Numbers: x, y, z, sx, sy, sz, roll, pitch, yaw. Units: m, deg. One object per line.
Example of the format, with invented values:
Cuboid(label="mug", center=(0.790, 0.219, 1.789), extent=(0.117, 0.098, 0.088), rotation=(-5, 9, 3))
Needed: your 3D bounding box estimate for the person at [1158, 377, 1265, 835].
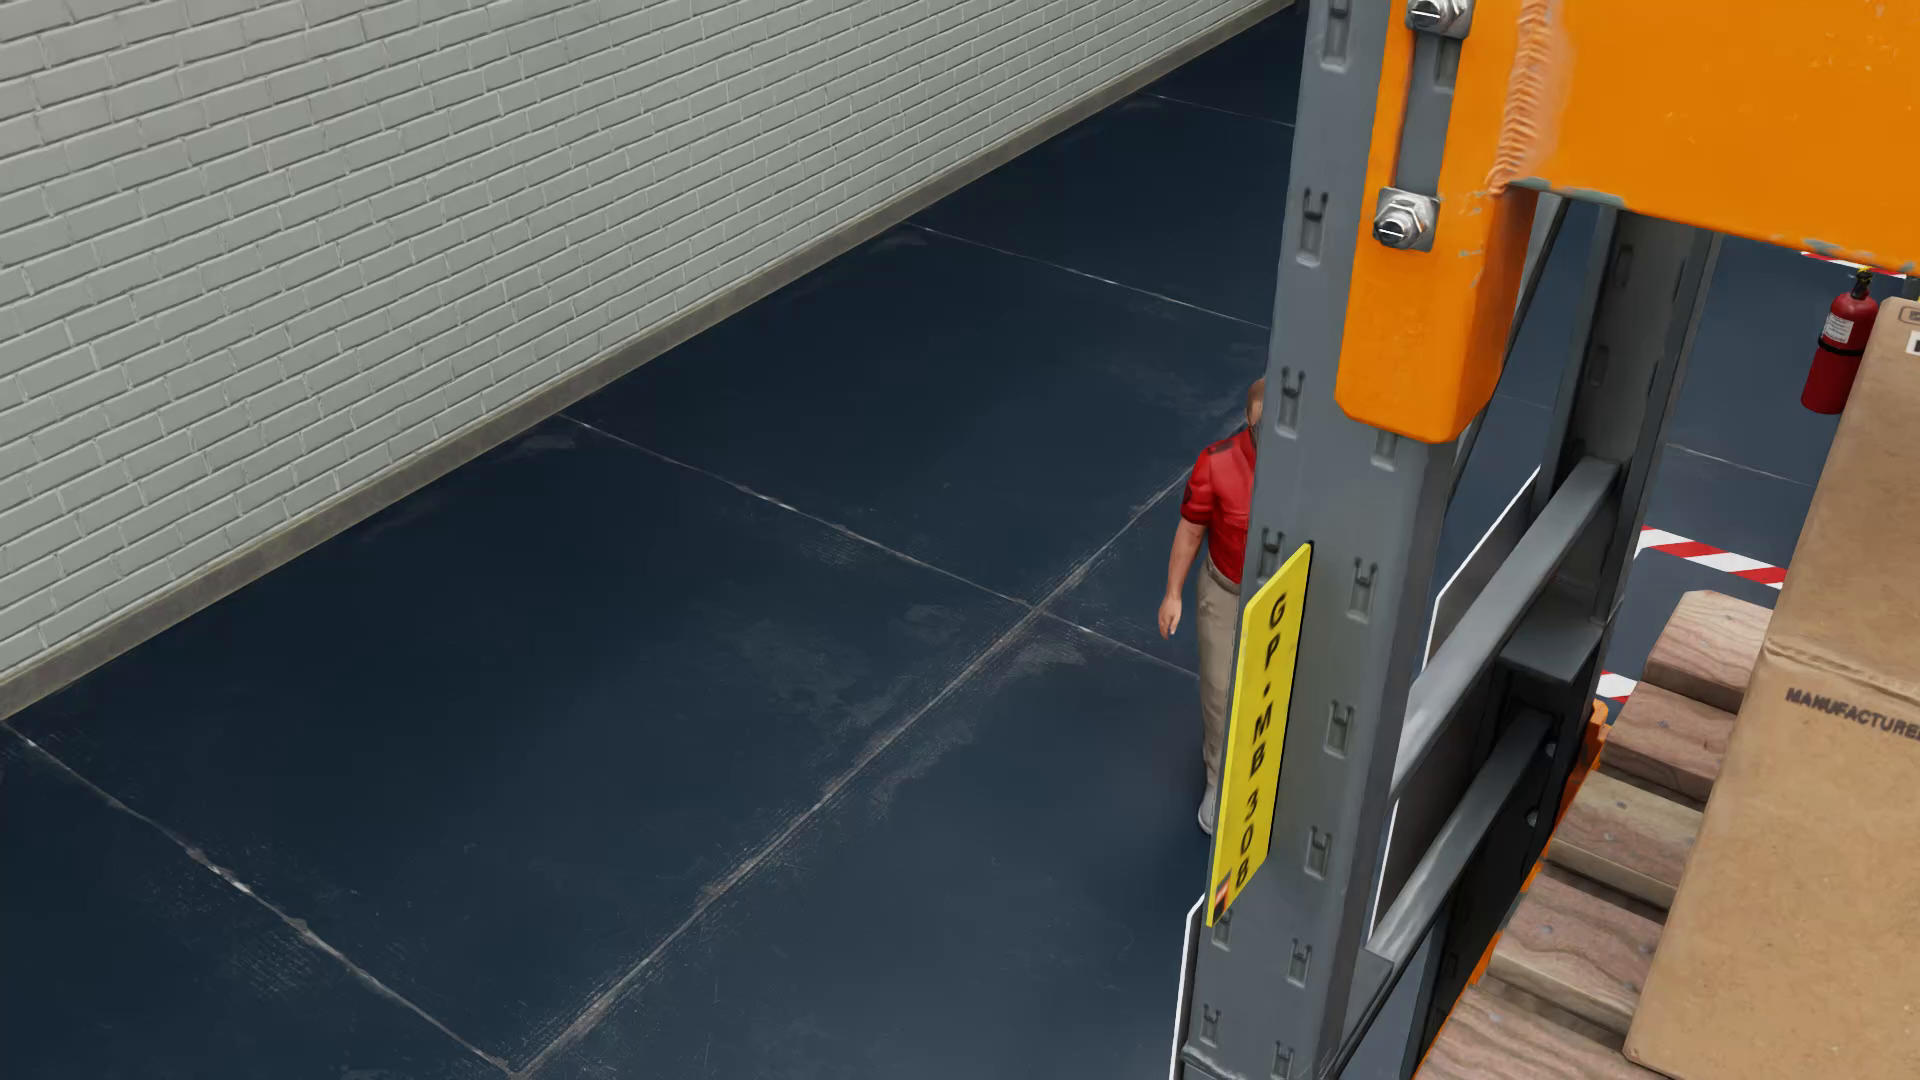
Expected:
Cuboid(label="person", center=(1.017, 0.186, 5.889), extent=(0.635, 1.719, 0.661), rotation=(-8, 35, -11))
